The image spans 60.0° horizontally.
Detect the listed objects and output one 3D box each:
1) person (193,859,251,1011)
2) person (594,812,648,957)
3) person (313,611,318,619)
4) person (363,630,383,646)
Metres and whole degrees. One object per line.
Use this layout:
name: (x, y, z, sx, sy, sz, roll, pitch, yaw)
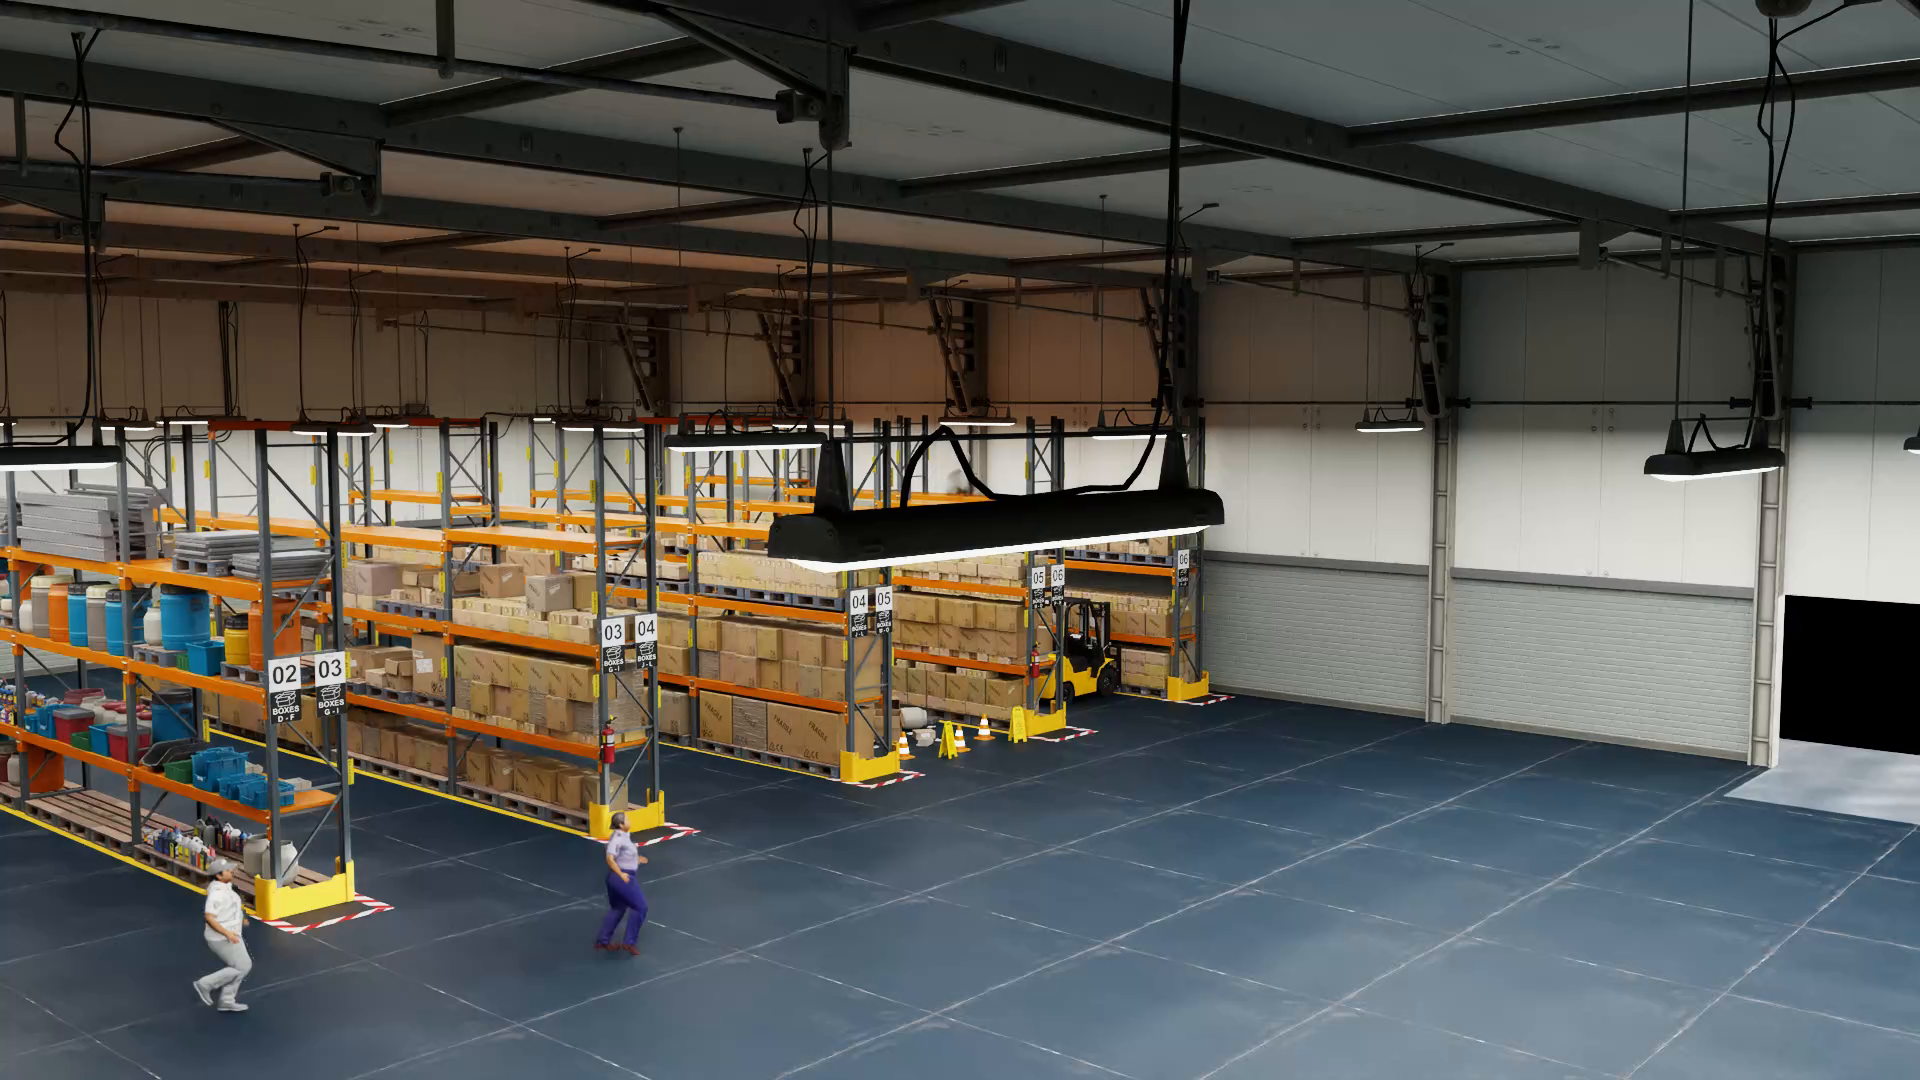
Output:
person: (-7.654, 4.104, 17.222, 0.552, 1.627, 0.617, -2, 5, -24)
person: (-3.869, 3.955, 19.039, 0.626, 1.711, 0.595, -2, 5, -24)
person: (-14.831, 2.358, 38.150, 0.626, 1.610, 0.526, -1, 5, -7)
person: (-14.049, 2.192, 39.842, 0.498, 1.674, 0.728, 0, 5, -4)
